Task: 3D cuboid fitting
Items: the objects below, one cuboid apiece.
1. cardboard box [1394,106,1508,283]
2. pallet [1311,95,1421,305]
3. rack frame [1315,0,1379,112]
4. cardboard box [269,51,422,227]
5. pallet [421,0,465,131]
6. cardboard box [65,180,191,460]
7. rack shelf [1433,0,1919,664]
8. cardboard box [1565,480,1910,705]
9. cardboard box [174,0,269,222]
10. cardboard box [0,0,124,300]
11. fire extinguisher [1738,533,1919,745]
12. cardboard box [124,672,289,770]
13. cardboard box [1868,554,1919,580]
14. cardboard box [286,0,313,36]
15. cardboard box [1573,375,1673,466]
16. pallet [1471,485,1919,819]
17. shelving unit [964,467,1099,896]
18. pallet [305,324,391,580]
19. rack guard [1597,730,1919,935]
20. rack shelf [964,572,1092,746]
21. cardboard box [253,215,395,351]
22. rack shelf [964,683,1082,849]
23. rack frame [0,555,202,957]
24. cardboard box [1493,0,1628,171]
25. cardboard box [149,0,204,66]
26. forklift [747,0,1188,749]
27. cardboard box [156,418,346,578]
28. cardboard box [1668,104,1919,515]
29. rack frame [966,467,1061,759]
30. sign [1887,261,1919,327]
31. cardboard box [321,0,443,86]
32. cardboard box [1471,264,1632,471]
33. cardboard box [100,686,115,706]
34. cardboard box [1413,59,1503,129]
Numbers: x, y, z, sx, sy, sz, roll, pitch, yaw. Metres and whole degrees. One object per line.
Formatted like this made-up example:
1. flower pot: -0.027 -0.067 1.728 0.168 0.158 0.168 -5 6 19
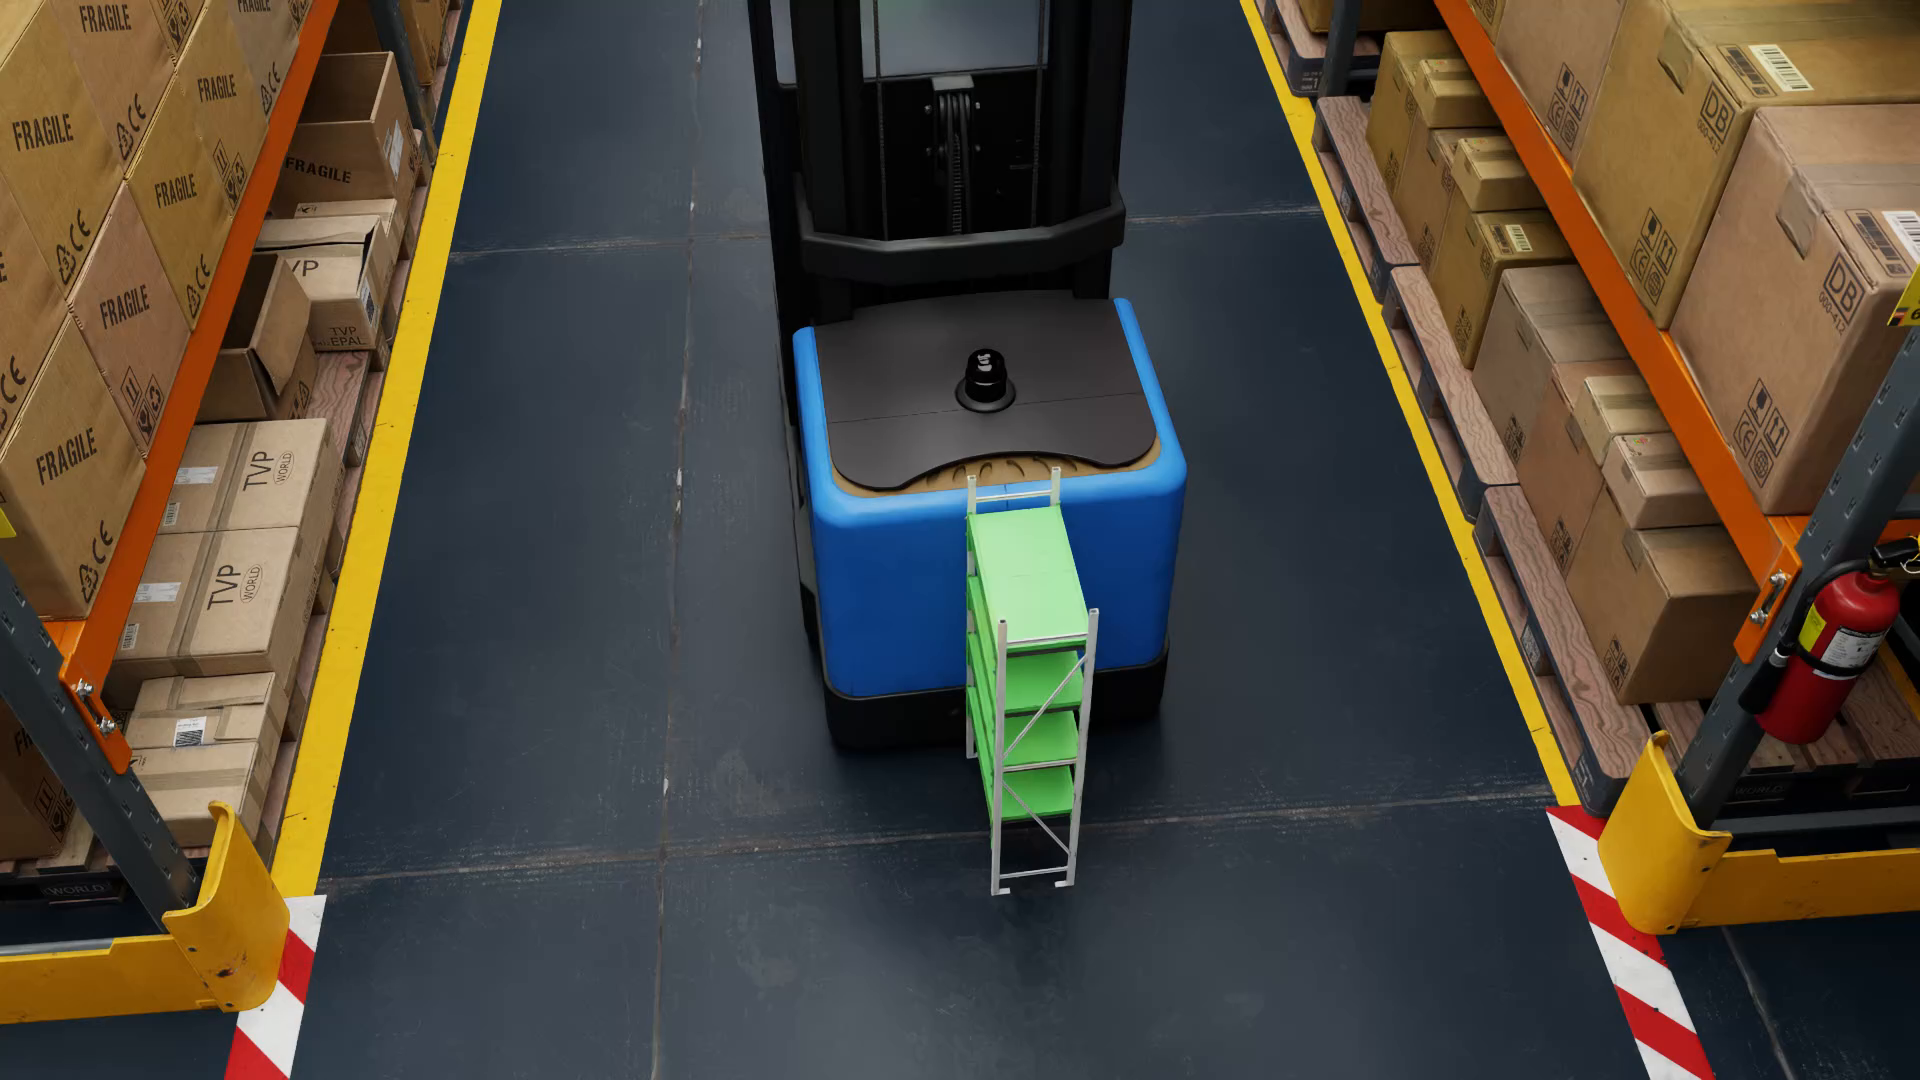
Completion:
1. cardboard box: 2.127 -1.358 6.402 0.700 0.500 0.500 -4 47 -4
2. pallet: 2.113 -1.470 6.997 1.003 0.211 1.213 -3 47 -3
3. rack frame: 2.128 -2.984 6.510 1.000 3.000 0.127 -3 47 -3
4. cardboard box: -2.478 -1.577 6.596 0.500 0.500 0.500 -3 47 -3
5. pallet: -2.914 -2.307 7.790 1.003 0.211 1.213 -3 47 -3
6. cardboard box: -2.296 -0.530 4.117 0.500 0.500 0.500 -4 47 -4
7. rack shelf: 2.295 -1.289 5.401 1.077 0.370 4.000 -3 47 -3
8. cardboard box: 2.304 0.125 4.998 0.700 0.500 0.500 -3 47 -3
9. cardboard box: -2.376 -1.255 4.804 0.500 0.500 0.500 -3 47 -3
10. cardboard box: -2.299 -0.879 3.759 0.500 0.500 0.500 -3 47 -3
11. fire extinguisher: 2.015 0.202 3.803 0.296 0.674 0.183 -3 47 -3
12. cardboard box: -2.187 0.532 4.828 0.380 0.166 0.250 -3 47 -3
13. cardboard box: 2.514 -0.020 4.688 0.380 0.149 0.250 -3 47 -3
14. cardboard box: -2.466 -1.995 5.505 0.500 0.500 0.500 -2 47 -2
15. cardboard box: 2.090 -0.365 5.015 0.380 0.149 0.250 -2 47 -2
16. pallet: 2.318 0.295 5.325 1.003 0.211 1.213 -3 47 -3
17. shelving unit: 0.174 0.417 4.529 0.258 1.200 0.503 -6 47 -6
18. pallet: -2.647 -0.339 5.926 1.003 0.211 1.213 -3 47 -3
19. rack guard: 2.465 0.787 4.660 1.175 0.500 0.348 -3 47 -3
20. rack shelf: 0.174 0.296 4.401 0.258 0.148 0.480 -6 47 -6
21. cardboard box: -2.415 -0.969 6.151 0.500 0.311 0.500 -3 47 -3
22. rack shelf: 0.174 0.626 4.749 0.258 0.148 0.480 -6 47 -6
23. rack frame: -2.473 0.214 3.481 1.000 3.000 0.127 -3 47 -3
24. cardboard box: 2.283 -1.639 5.030 0.980 0.700 0.700 -6 47 -5
25. cardboard box: -2.380 -1.609 4.450 0.500 0.500 0.500 -4 47 -4
26. forklift: -0.090 -1.457 5.111 1.130 2.935 3.031 -6 47 -6
27. cardboard box: -2.320 -0.126 5.394 0.500 0.250 0.500 -3 47 -3
28. cardboard box: 2.410 -0.561 4.009 0.980 0.700 0.700 -2 47 -1
29. rack frame: 0.139 0.242 4.695 0.240 1.200 0.015 -6 47 -6
30. sign: 1.921 -0.546 3.241 0.100 0.325 0.005 -3 47 -3
31. cardboard box: -2.606 -2.336 7.316 0.500 0.500 0.500 -5 47 -5
32. cardboard box: 2.220 -0.601 5.685 0.700 0.500 0.500 -5 47 -5
33. cardboard box: -2.709 0.360 4.991 0.380 0.166 0.250 -3 47 -3
34. cardboard box: 1.935 -1.685 6.266 0.380 0.149 0.250 -2 47 -2
